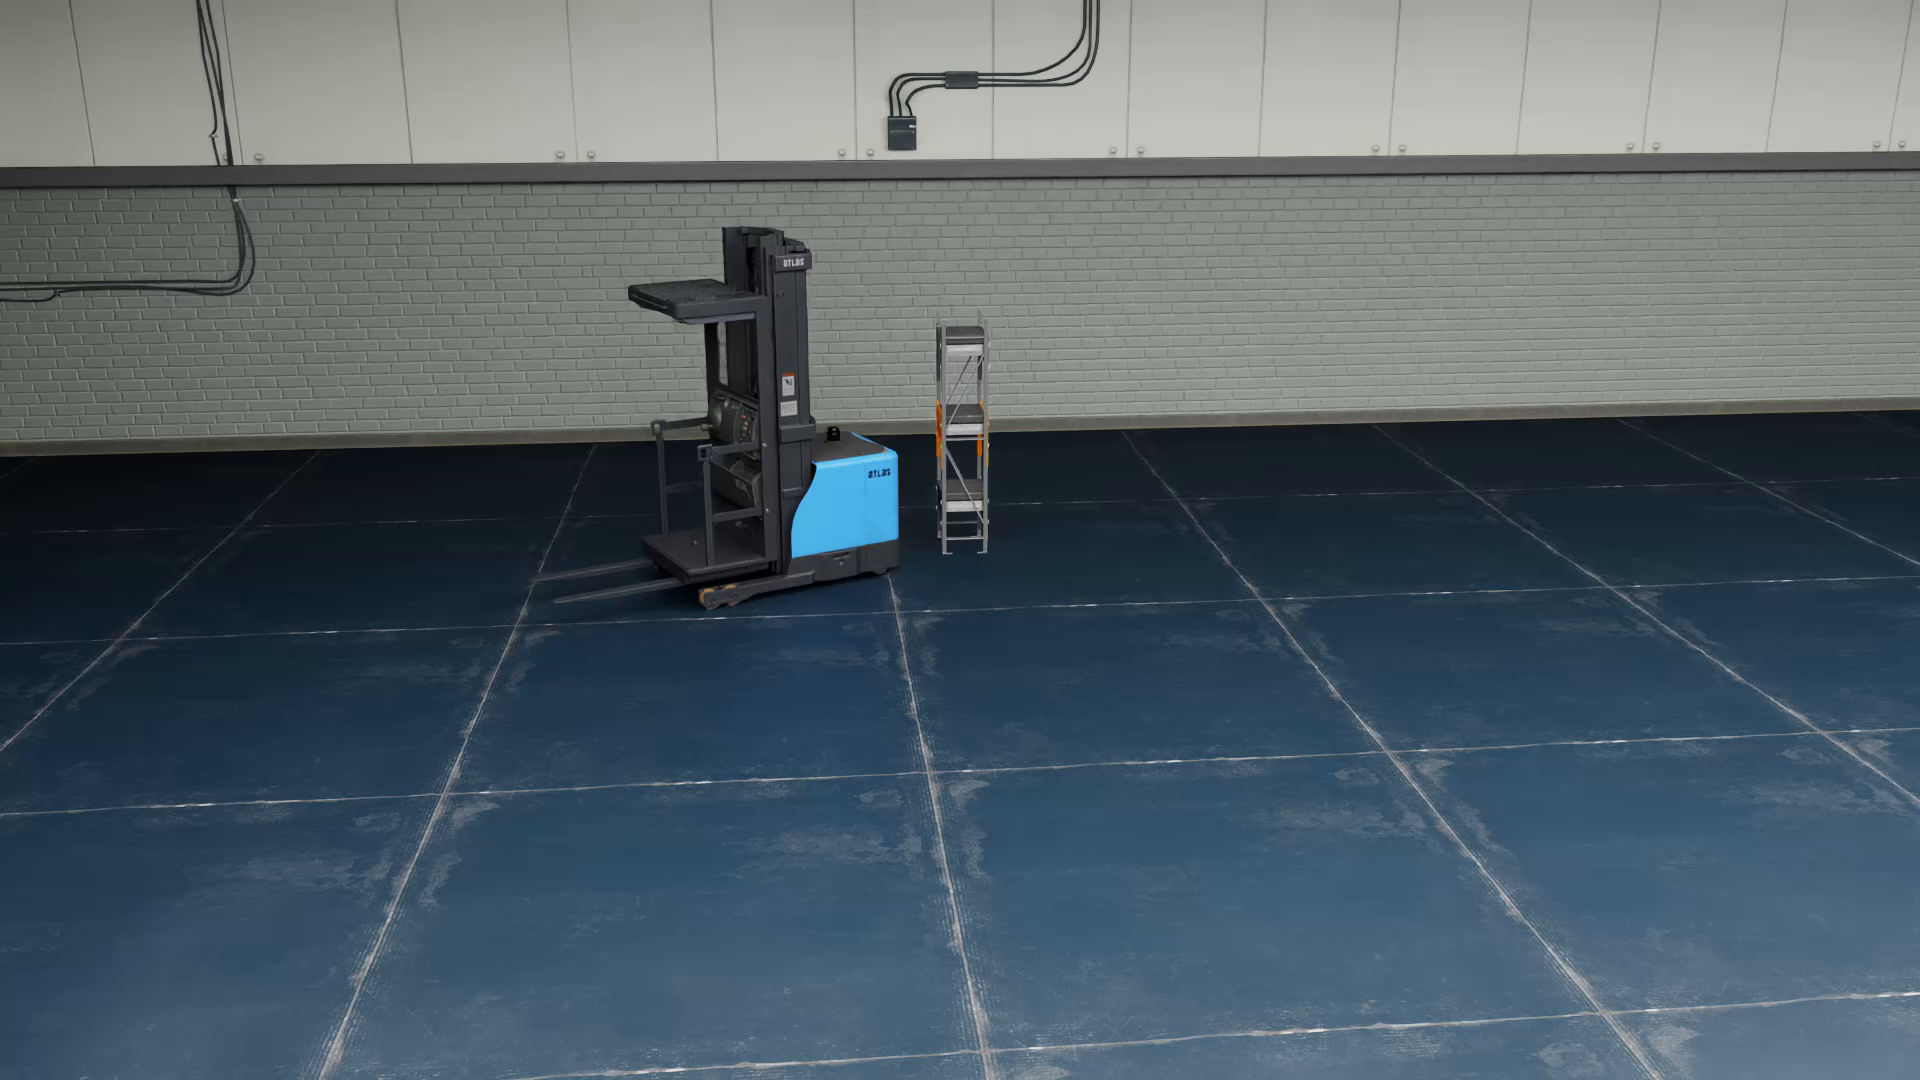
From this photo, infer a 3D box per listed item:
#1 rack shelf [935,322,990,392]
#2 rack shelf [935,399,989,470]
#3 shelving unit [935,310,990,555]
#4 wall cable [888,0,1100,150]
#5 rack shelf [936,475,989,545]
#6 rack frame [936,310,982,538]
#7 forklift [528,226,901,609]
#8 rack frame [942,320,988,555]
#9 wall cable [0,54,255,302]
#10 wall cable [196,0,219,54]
[{"bbox_3d":[0.017,-1.607,14.573,0.431,0.518,0.480,-2,18,-6],"label":"rack shelf"},{"bbox_3d":[0.017,-0.939,14.782,0.431,0.518,0.480,-2,18,-6],"label":"rack shelf"},{"bbox_3d":[0.017,-0.952,14.778,0.431,2.100,0.503,-2,18,-6],"label":"shelving unit"},{"bbox_3d":[0.368,-7.147,17.315,2.305,6.003,0.169,-2,18,-6],"label":"wall cable"},{"bbox_3d":[0.017,-0.272,14.992,0.431,0.518,0.480,-2,18,-6],"label":"rack shelf"},{"bbox_3d":[-0.008,-1.025,15.010,0.400,2.100,0.015,-2,18,-6],"label":"rack frame"},{"bbox_3d":[-2.040,-1.017,13.595,3.031,2.935,1.130,-10,20,-30],"label":"forklift"},{"bbox_3d":[0.042,-0.880,14.547,0.400,2.100,0.015,-2,18,-6],"label":"rack frame"},{"bbox_3d":[-9.077,-3.755,17.371,3.097,2.526,0.112,-2,18,-6],"label":"wall cable"},{"bbox_3d":[-6.386,-6.248,16.880,3.097,2.526,0.112,-2,18,-6],"label":"wall cable"}]
